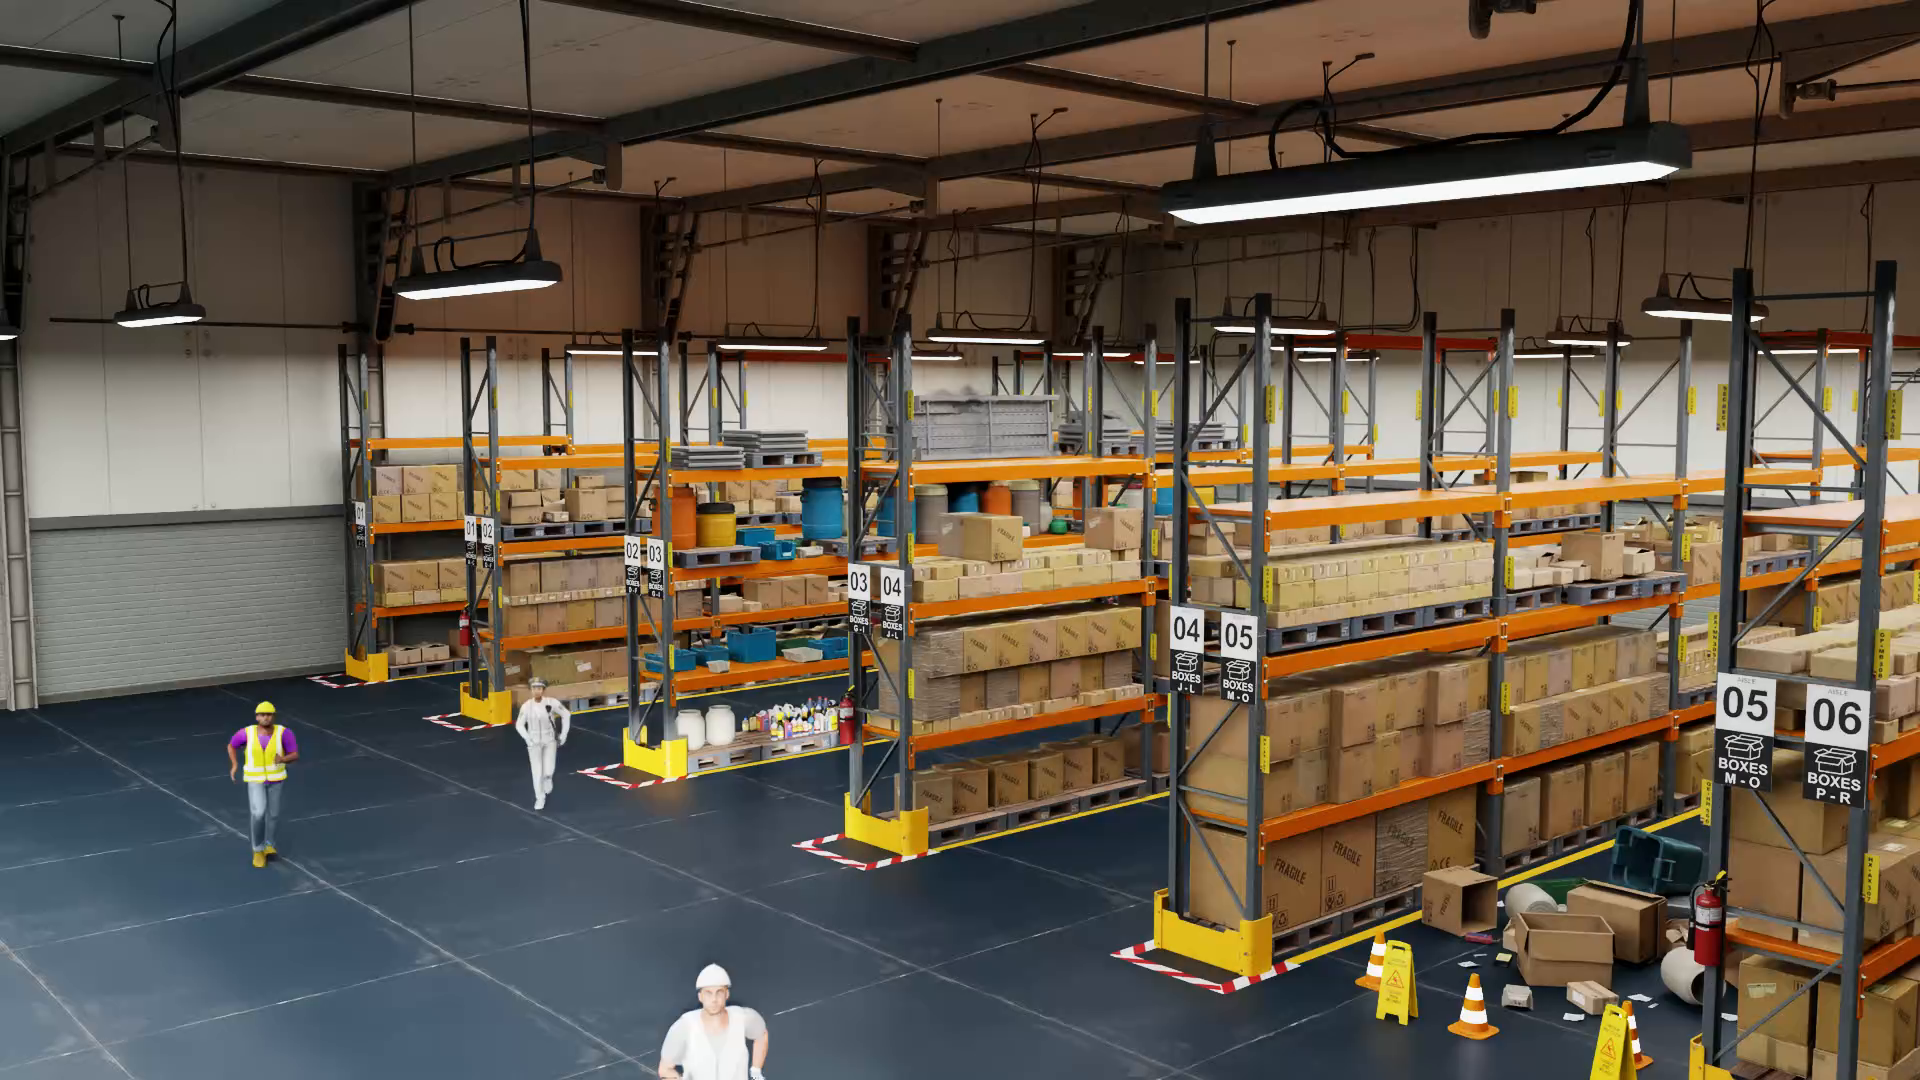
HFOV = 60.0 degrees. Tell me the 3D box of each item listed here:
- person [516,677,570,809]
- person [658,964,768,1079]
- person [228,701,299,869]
[{"bbox_3d":[-5.158,2.510,20.560,0.651,1.661,0.581,-1,5,-9],"label":"person"},{"bbox_3d":[-1.449,3.376,9.791,0.635,1.786,0.987,-1,5,-10],"label":"person"},{"bbox_3d":[-7.585,2.662,18.172,0.685,1.802,0.701,-3,6,-29],"label":"person"}]
